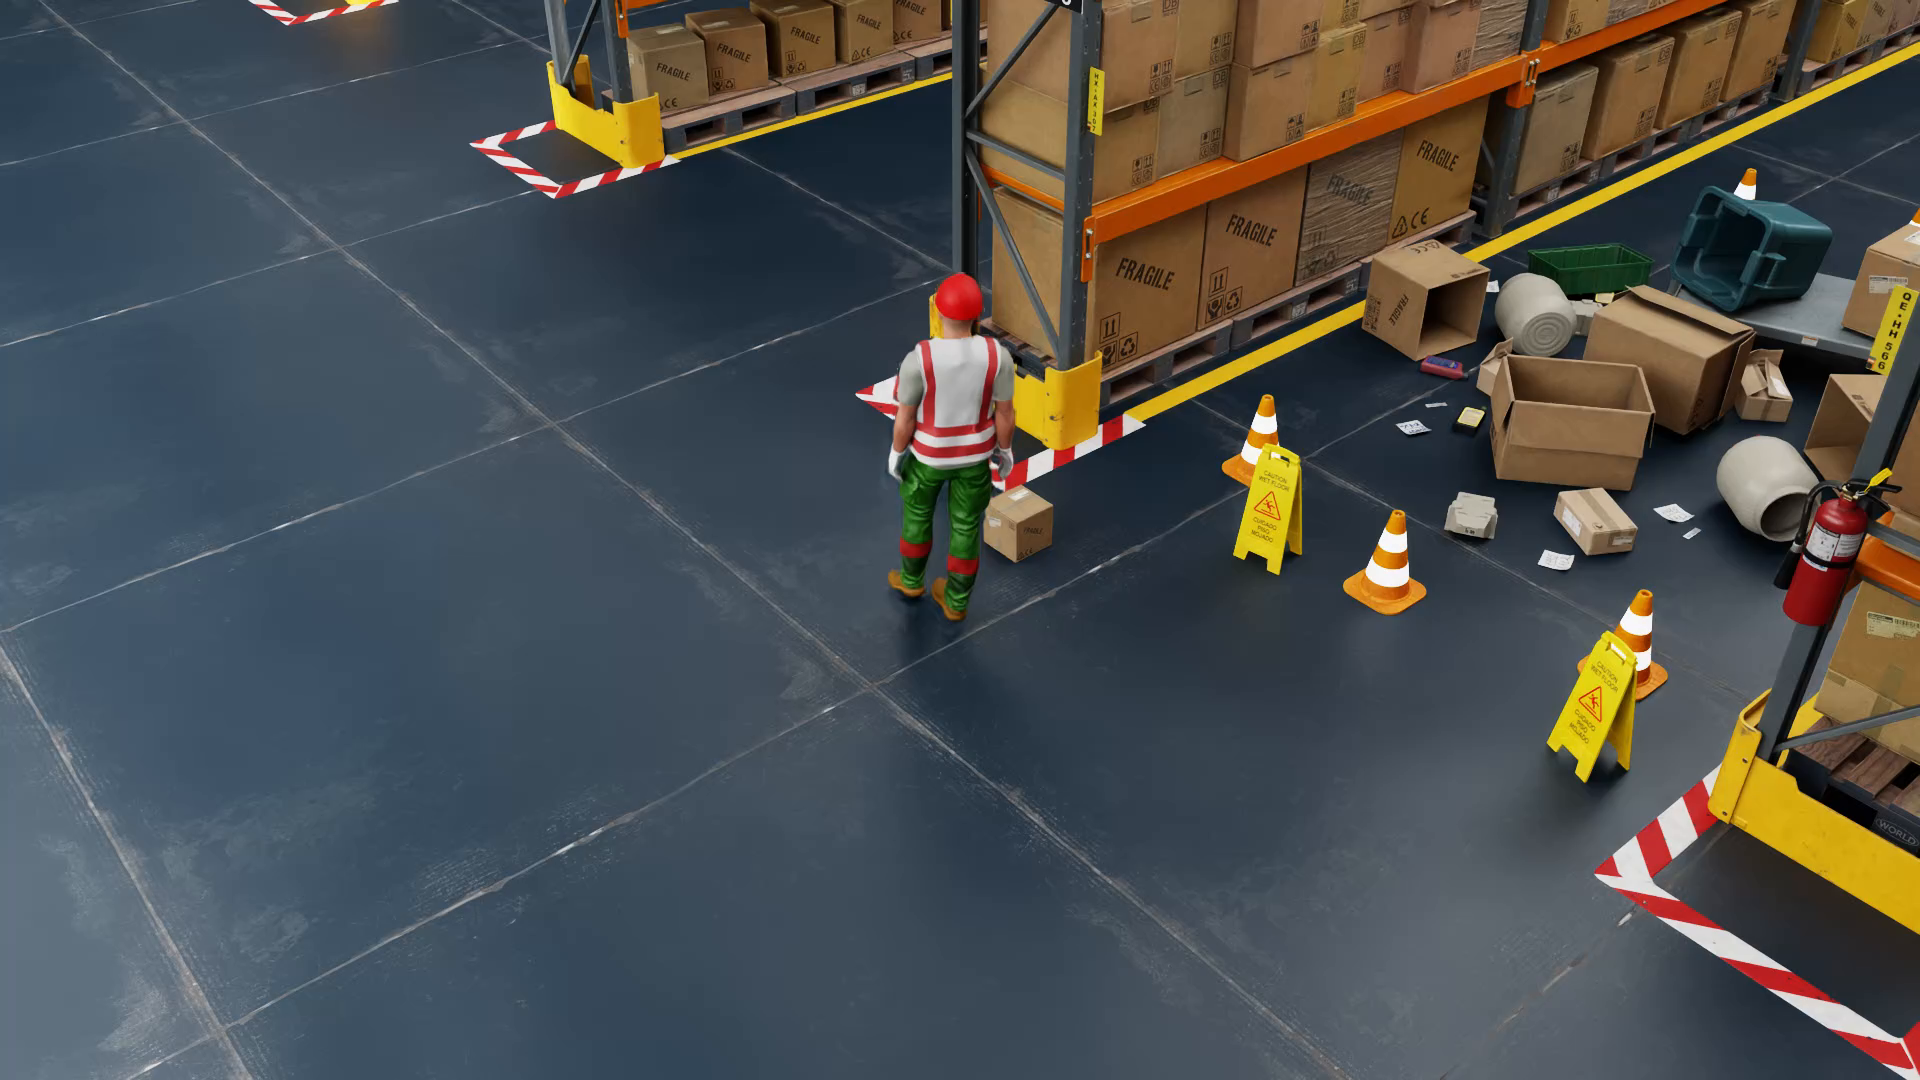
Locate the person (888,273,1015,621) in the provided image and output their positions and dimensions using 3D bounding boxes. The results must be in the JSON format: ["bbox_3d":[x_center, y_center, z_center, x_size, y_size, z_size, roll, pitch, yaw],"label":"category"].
[{"bbox_3d":[-0.055,-0.442,7.688,0.578,1.821,0.515,-6,36,-8],"label":"person"}]
